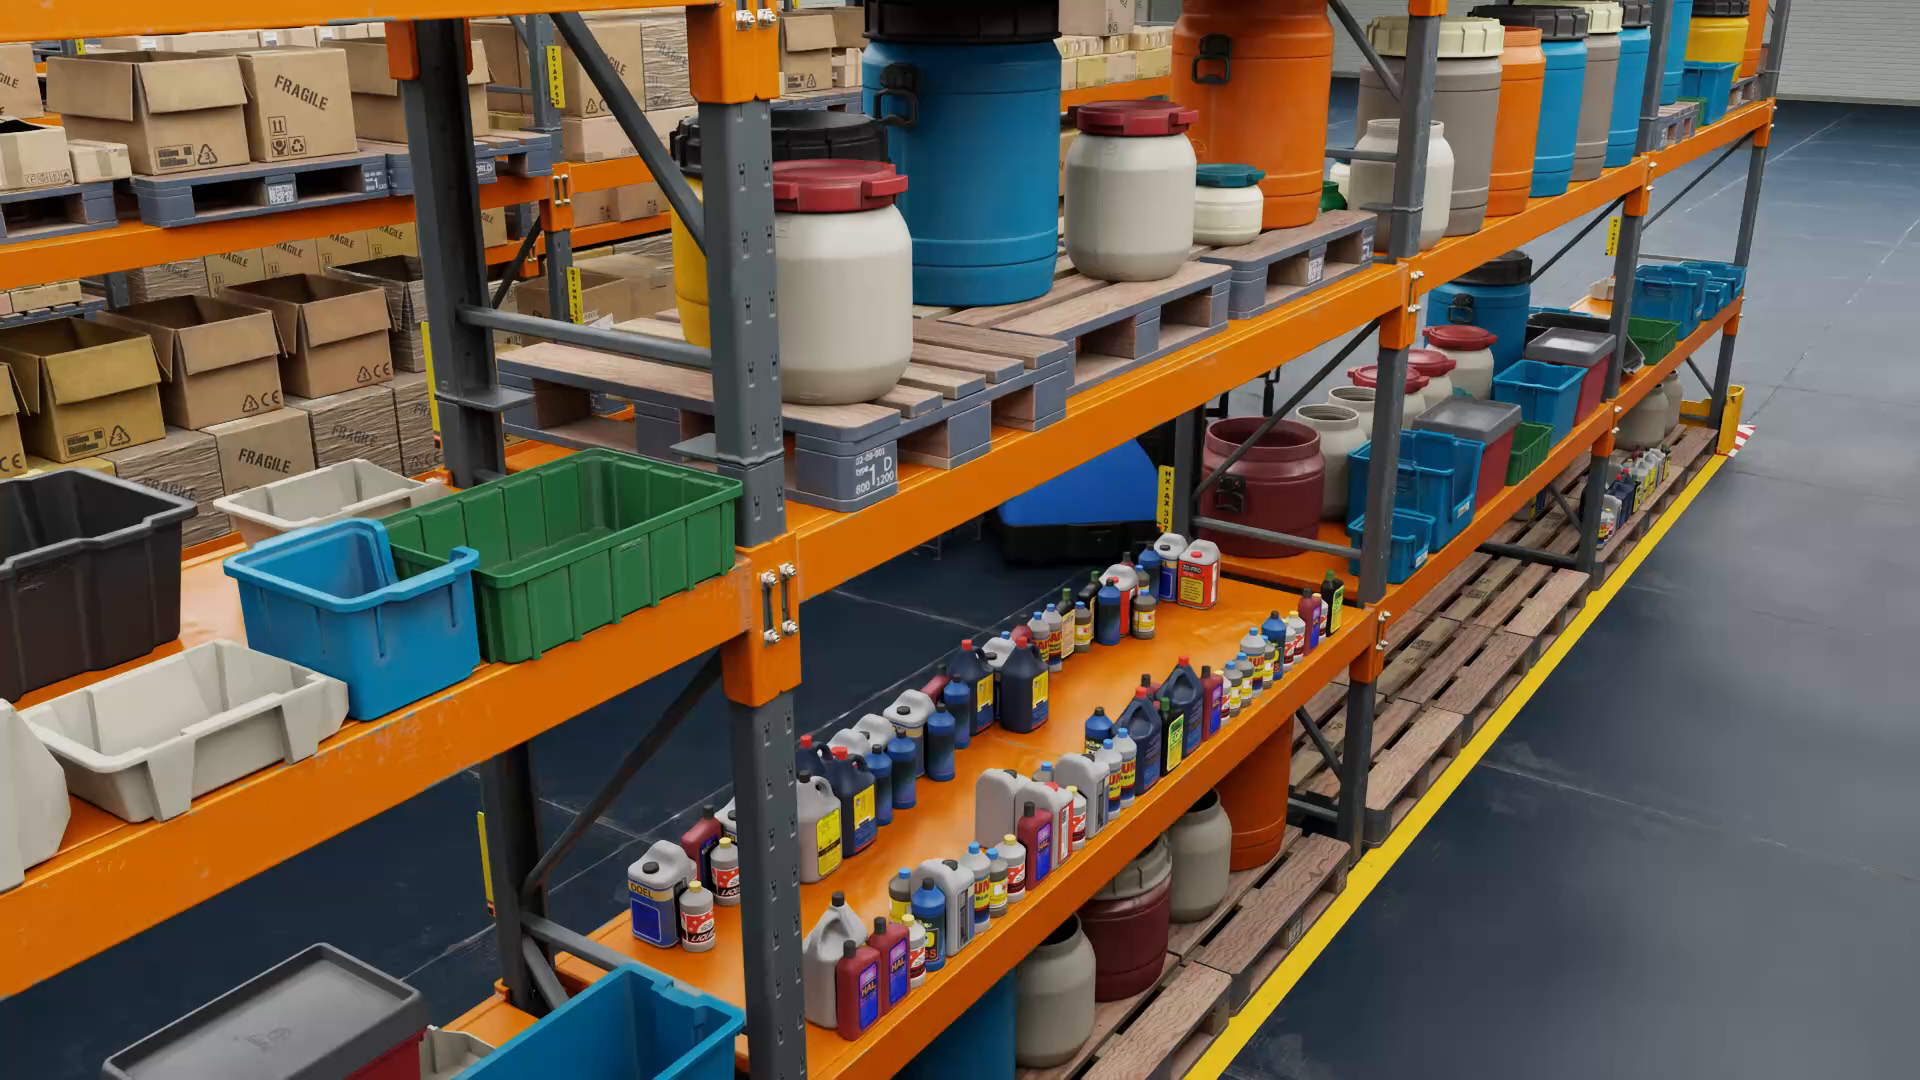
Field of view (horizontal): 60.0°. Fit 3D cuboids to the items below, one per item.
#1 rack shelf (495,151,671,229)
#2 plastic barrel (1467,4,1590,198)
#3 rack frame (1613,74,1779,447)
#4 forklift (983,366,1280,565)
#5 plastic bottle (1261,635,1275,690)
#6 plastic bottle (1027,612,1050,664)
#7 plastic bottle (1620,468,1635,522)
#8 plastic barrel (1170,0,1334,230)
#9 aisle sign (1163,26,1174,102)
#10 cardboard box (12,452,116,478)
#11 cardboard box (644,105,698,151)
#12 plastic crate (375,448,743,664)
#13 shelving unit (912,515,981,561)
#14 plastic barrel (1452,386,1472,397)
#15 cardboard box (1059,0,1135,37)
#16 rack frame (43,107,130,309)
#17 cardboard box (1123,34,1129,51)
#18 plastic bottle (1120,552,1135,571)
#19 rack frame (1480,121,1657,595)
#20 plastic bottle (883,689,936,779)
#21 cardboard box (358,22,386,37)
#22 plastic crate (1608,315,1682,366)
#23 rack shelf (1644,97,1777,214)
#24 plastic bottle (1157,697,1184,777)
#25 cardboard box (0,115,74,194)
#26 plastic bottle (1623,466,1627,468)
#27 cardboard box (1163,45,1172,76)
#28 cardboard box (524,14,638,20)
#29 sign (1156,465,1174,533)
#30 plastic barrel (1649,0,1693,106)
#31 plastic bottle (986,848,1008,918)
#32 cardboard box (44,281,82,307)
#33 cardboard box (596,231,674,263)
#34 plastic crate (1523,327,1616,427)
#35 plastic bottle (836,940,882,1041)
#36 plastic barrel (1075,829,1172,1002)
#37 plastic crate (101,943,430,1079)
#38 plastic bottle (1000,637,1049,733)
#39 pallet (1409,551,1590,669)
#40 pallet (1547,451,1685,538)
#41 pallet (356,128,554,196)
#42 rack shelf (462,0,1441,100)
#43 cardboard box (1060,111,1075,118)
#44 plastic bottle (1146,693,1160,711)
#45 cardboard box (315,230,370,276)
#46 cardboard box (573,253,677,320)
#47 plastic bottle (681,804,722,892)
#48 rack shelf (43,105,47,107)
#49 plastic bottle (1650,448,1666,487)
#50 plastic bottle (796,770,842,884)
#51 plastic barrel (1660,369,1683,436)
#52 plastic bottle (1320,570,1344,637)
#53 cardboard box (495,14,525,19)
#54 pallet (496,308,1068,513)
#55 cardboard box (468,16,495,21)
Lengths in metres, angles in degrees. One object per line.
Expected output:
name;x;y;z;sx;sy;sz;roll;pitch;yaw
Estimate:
rack shelf;-1.551;-2.612;11.216;1.077;0.370;4.000;13;24;32
plastic barrel;2.828;-2.229;8.421;0.600;0.901;0.708;13;24;32
rack frame;5.918;-2.298;13.654;1.000;3.000;0.127;13;24;32
forklift;1.725;-1.421;11.381;3.031;2.935;1.130;-3;20;-7
plastic bottle;1.172;0.469;6.459;0.097;0.201;0.097;0;20;0
plastic bottle;0.303;0.412;6.514;0.097;0.271;0.097;0;20;0
plastic bottle;4.572;-0.319;11.489;0.144;0.351;0.185;12;24;30
plastic barrel;1.099;-1.646;6.342;0.600;0.830;0.708;13;24;32
aisle sign;2.105;-4.443;15.704;0.394;0.787;0.004;13;24;32
cardboard box;-4.177;-0.096;7.556;0.500;0.500;0.500;13;24;32
cardboard box;-1.912;-2.538;10.194;0.500;0.250;0.500;14;24;33
plastic crate;-0.816;0.018;3.375;0.450;0.188;0.662;13;24;32
shelving unit;-0.093;-0.515;11.428;0.258;1.200;0.503;13;24;32
plastic barrel;2.798;-0.736;9.630;0.301;0.262;0.301;0;20;0
cardboard box;1.160;-4.598;14.254;0.500;0.500;0.500;13;24;32
rack frame;-6.721;-1.965;12.754;1.000;3.000;0.127;13;24;32
cardboard box;1.254;-4.372;14.579;0.380;0.149;0.250;14;24;32
plastic bottle;0.688;0.198;7.073;0.061;0.283;0.133;13;24;32
rack frame;3.669;-1.150;10.552;1.000;3.000;0.127;13;24;32
plastic bottle;-0.179;0.672;5.803;0.152;0.276;0.135;13;24;32
cardboard box;-4.984;-4.296;14.198;0.500;0.250;0.500;13;24;31
plastic crate;4.666;-1.386;11.492;0.450;0.188;0.662;13;24;32
rack shelf;4.794;-2.794;11.707;1.077;0.370;4.000;13;24;32
plastic bottle;0.725;0.670;5.797;0.061;0.283;0.133;13;24;32
cardboard box;-4.233;-1.680;7.183;0.500;0.311;0.500;12;24;30
plastic bottle;4.791;-0.436;12.018;0.097;0.201;0.097;0;20;0
cardboard box;1.761;-4.413;15.263;0.500;0.250;0.500;14;24;33
cardboard box;-2.335;-2.992;10.341;0.500;0.500;0.500;13;24;32
sign;0.962;-0.185;7.705;0.100;0.325;0.005;13;24;32
plastic barrel;4.317;-3.254;10.587;0.600;0.901;0.708;13;24;32
plastic bottle;0.096;1.019;4.974;0.097;0.201;0.097;0;20;0
cardboard box;-6.618;-1.813;12.099;0.380;0.149;0.250;14;24;33
cardboard box;-3.557;-2.739;17.304;0.875;0.875;0.875;13;24;32
plastic crate;3.650;-0.982;10.004;0.402;0.464;0.583;13;24;32
plastic bottle;-0.269;1.178;4.426;0.061;0.283;0.133;13;24;32
plastic barrel;0.525;1.399;6.530;0.600;0.588;0.708;13;24;32
plastic crate;-1.537;1.294;3.764;0.402;0.464;0.583;13;24;32
plastic bottle;0.239;0.515;6.119;0.144;0.351;0.185;13;24;32
pallet;3.260;0.390;10.406;1.003;0.211;1.213;13;24;32
pallet;4.766;-0.379;12.484;1.003;0.211;1.213;13;24;32
pallet;-2.994;-2.092;9.045;1.213;0.211;1.003;15;25;34
rack shelf;0.296;-1.718;5.051;1.077;0.370;4.000;13;24;32
cardboard box;1.000;-3.673;15.356;0.500;0.500;0.500;13;24;32
plastic bottle;0.674;0.659;5.829;0.061;0.283;0.133;13;24;32
cardboard box;-5.396;-2.522;14.114;0.500;0.500;0.500;13;24;31
cardboard box;-2.174;-1.555;10.896;0.700;0.500;0.500;18;27;40
plastic bottle;-0.781;0.948;5.046;0.061;0.283;0.133;13;24;32
rack shelf;-5.597;-3.608;13.909;1.077;0.370;4.000;13;24;32
plastic bottle;5.084;-0.548;12.214;0.152;0.276;0.135;13;24;32
plastic bottle;-0.463;0.869;5.164;0.144;0.351;0.185;13;24;32
plastic barrel;5.611;-1.125;13.462;0.421;0.512;0.421;0;20;0
plastic bottle;1.546;0.251;6.930;0.061;0.283;0.133;13;24;32
cardboard box;-3.966;-4.918;15.452;0.500;0.250;0.500;13;24;32
pallet;-0.468;-0.417;4.518;1.213;0.211;1.003;13;24;32
cardboard box;-4.408;-5.024;15.737;0.500;0.250;0.500;13;24;31
